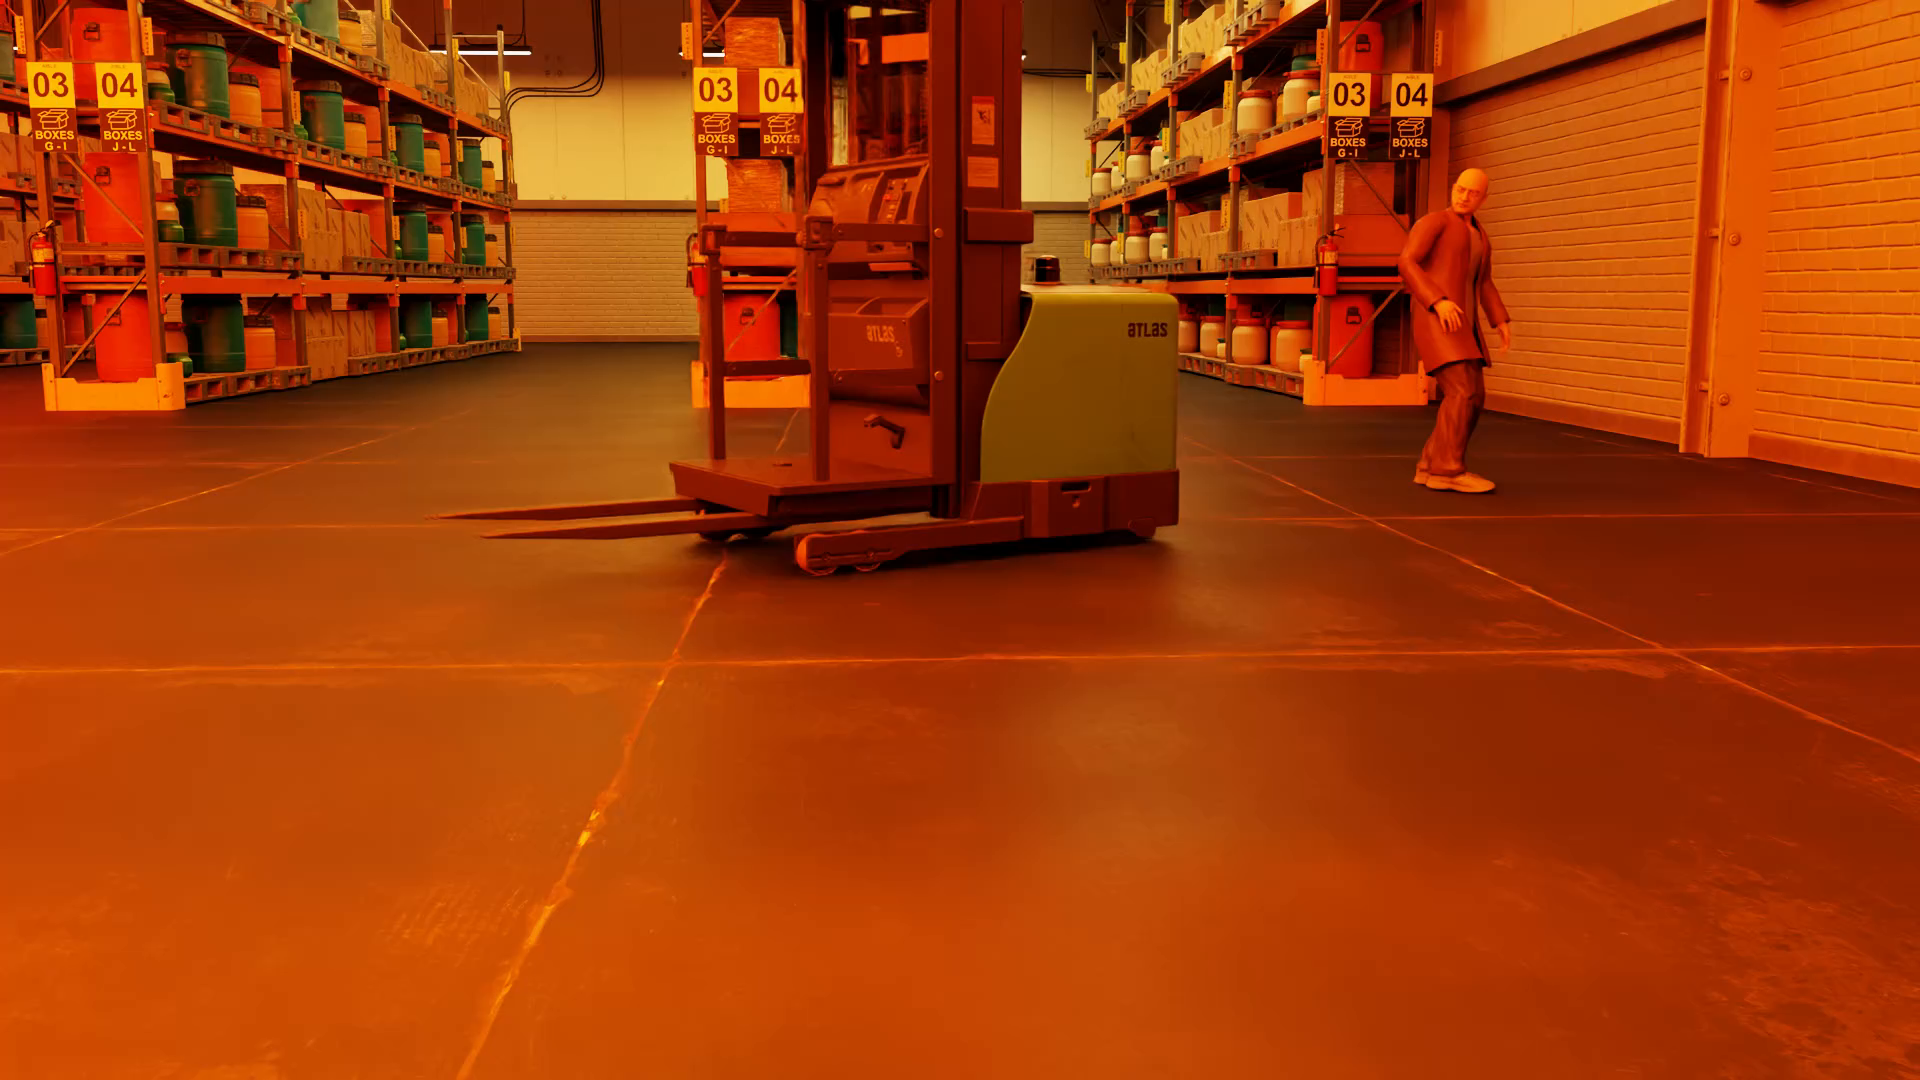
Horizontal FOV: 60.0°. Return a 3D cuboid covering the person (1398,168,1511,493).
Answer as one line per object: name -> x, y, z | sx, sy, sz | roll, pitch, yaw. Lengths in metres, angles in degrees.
person -> 2.780, -1.148, 9.131 | 0.551, 1.750, 0.788 | 8, 11, 42

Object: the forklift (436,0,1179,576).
forklift -> -0.563, -1.399, 6.754 | 3.031, 2.935, 1.130 | -5, 10, -31
